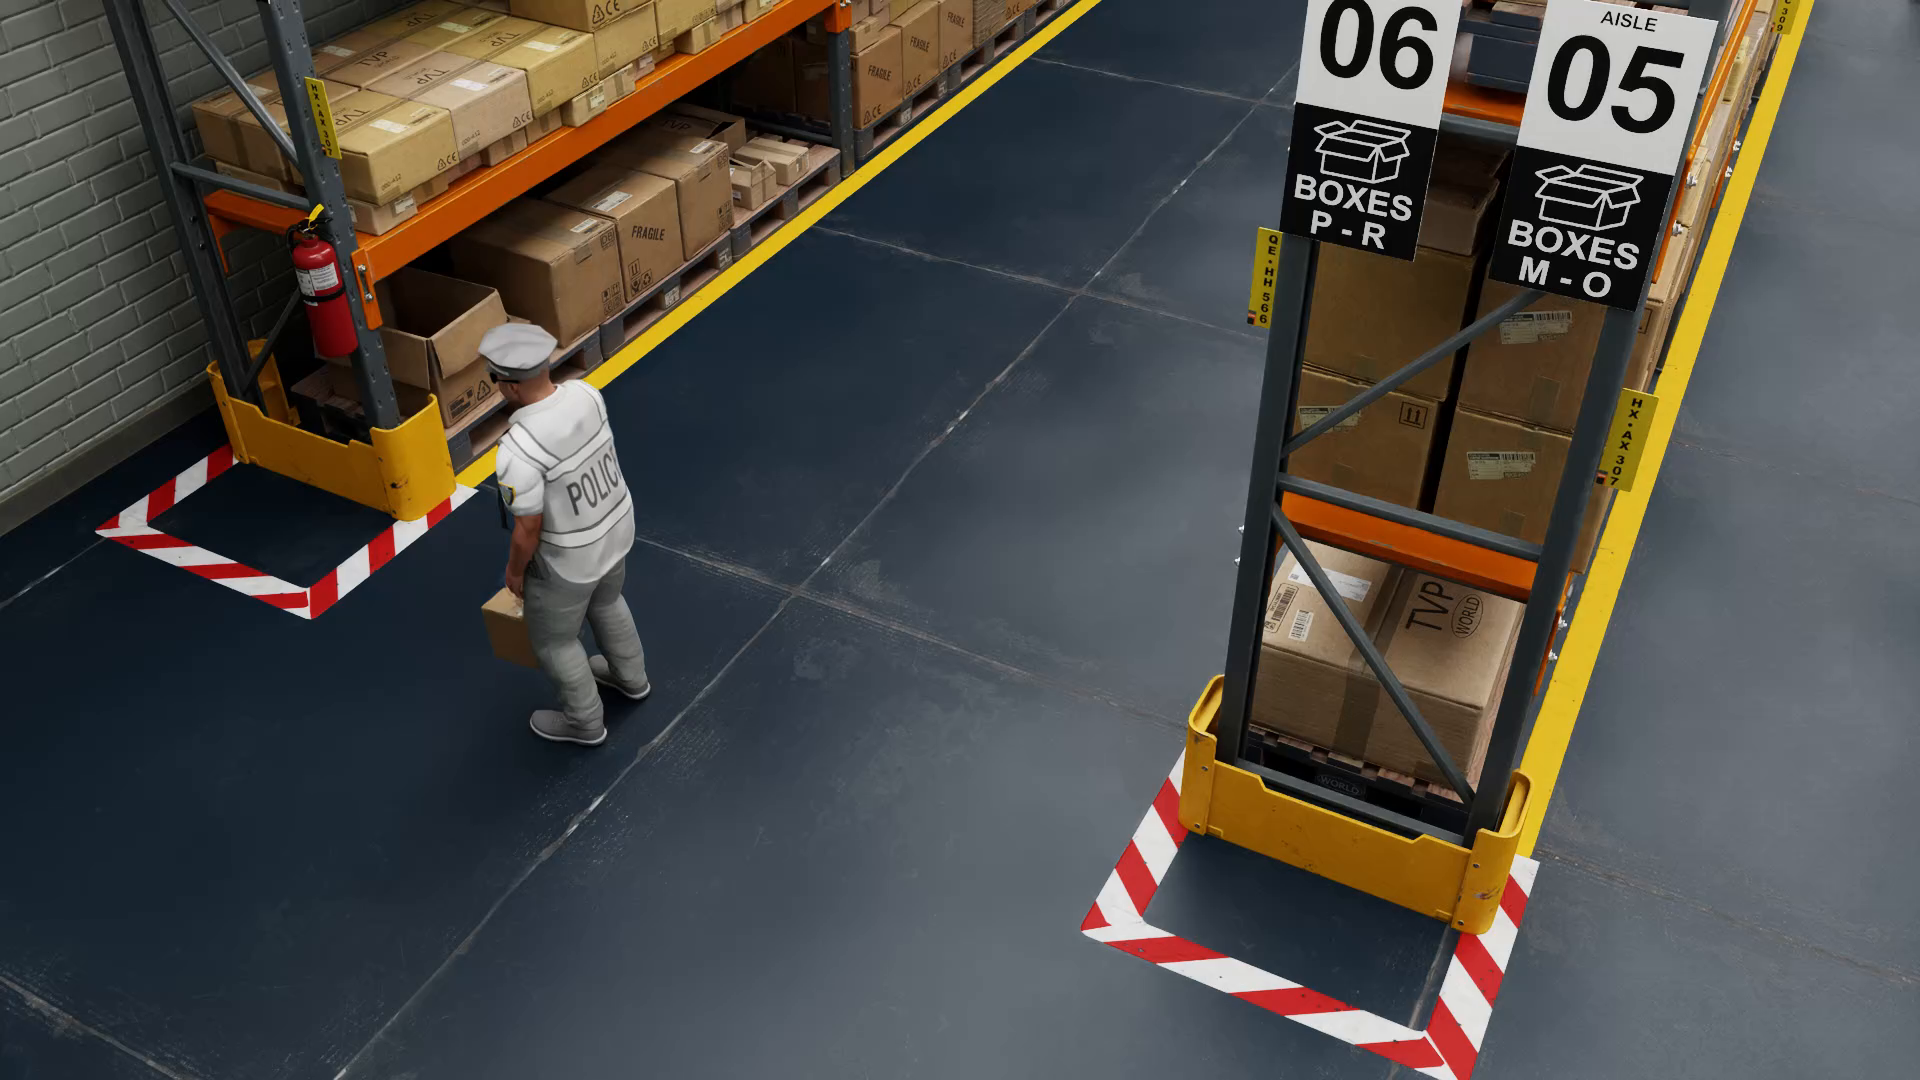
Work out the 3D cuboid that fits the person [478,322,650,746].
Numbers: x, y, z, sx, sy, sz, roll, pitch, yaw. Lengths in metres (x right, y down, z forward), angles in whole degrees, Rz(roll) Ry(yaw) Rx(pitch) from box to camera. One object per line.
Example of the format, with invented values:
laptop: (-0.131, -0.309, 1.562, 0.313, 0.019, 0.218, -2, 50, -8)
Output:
person: (-1.439, 0.011, 6.128, 0.444, 1.752, 0.566, 16, 41, 20)
